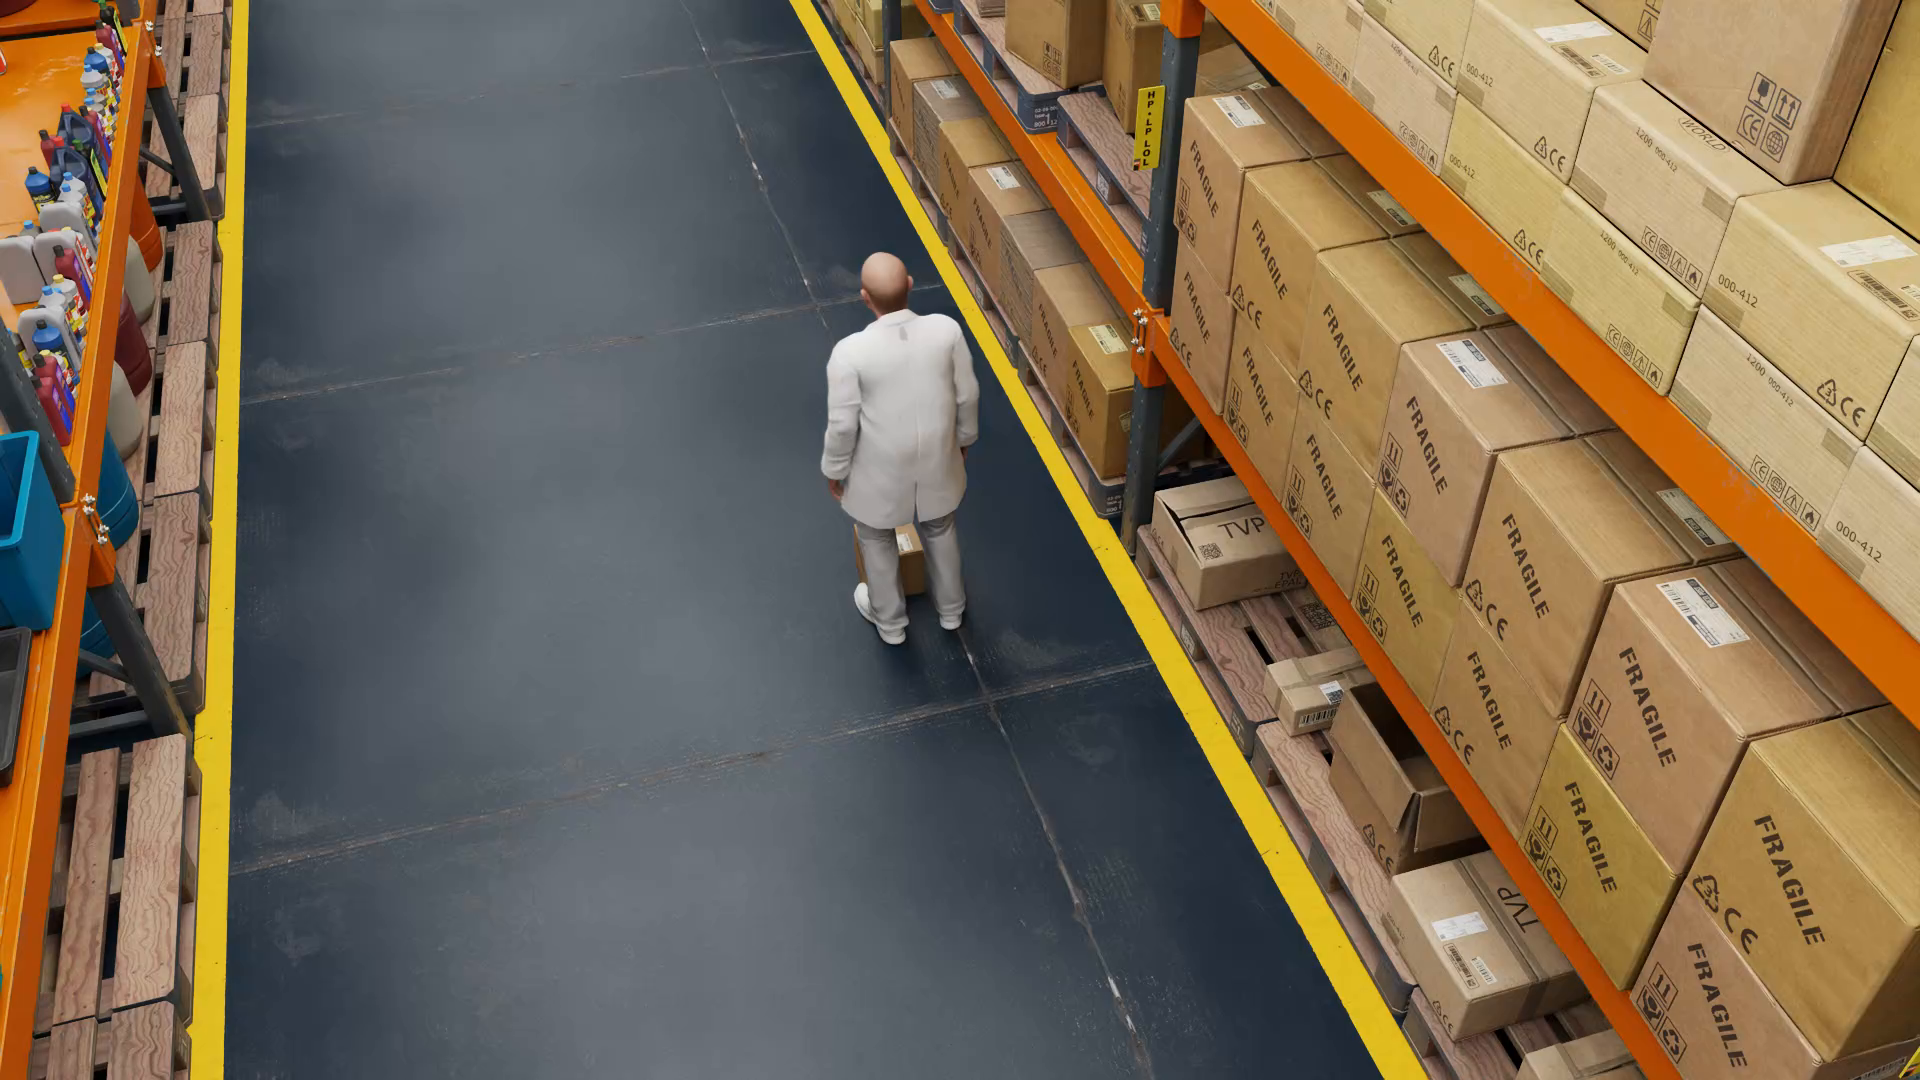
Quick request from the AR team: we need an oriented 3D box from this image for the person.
[{"bbox_3d":[-0.235,-0.333,6.546,0.649,1.773,0.429,-14,44,-16],"label":"person"}]
